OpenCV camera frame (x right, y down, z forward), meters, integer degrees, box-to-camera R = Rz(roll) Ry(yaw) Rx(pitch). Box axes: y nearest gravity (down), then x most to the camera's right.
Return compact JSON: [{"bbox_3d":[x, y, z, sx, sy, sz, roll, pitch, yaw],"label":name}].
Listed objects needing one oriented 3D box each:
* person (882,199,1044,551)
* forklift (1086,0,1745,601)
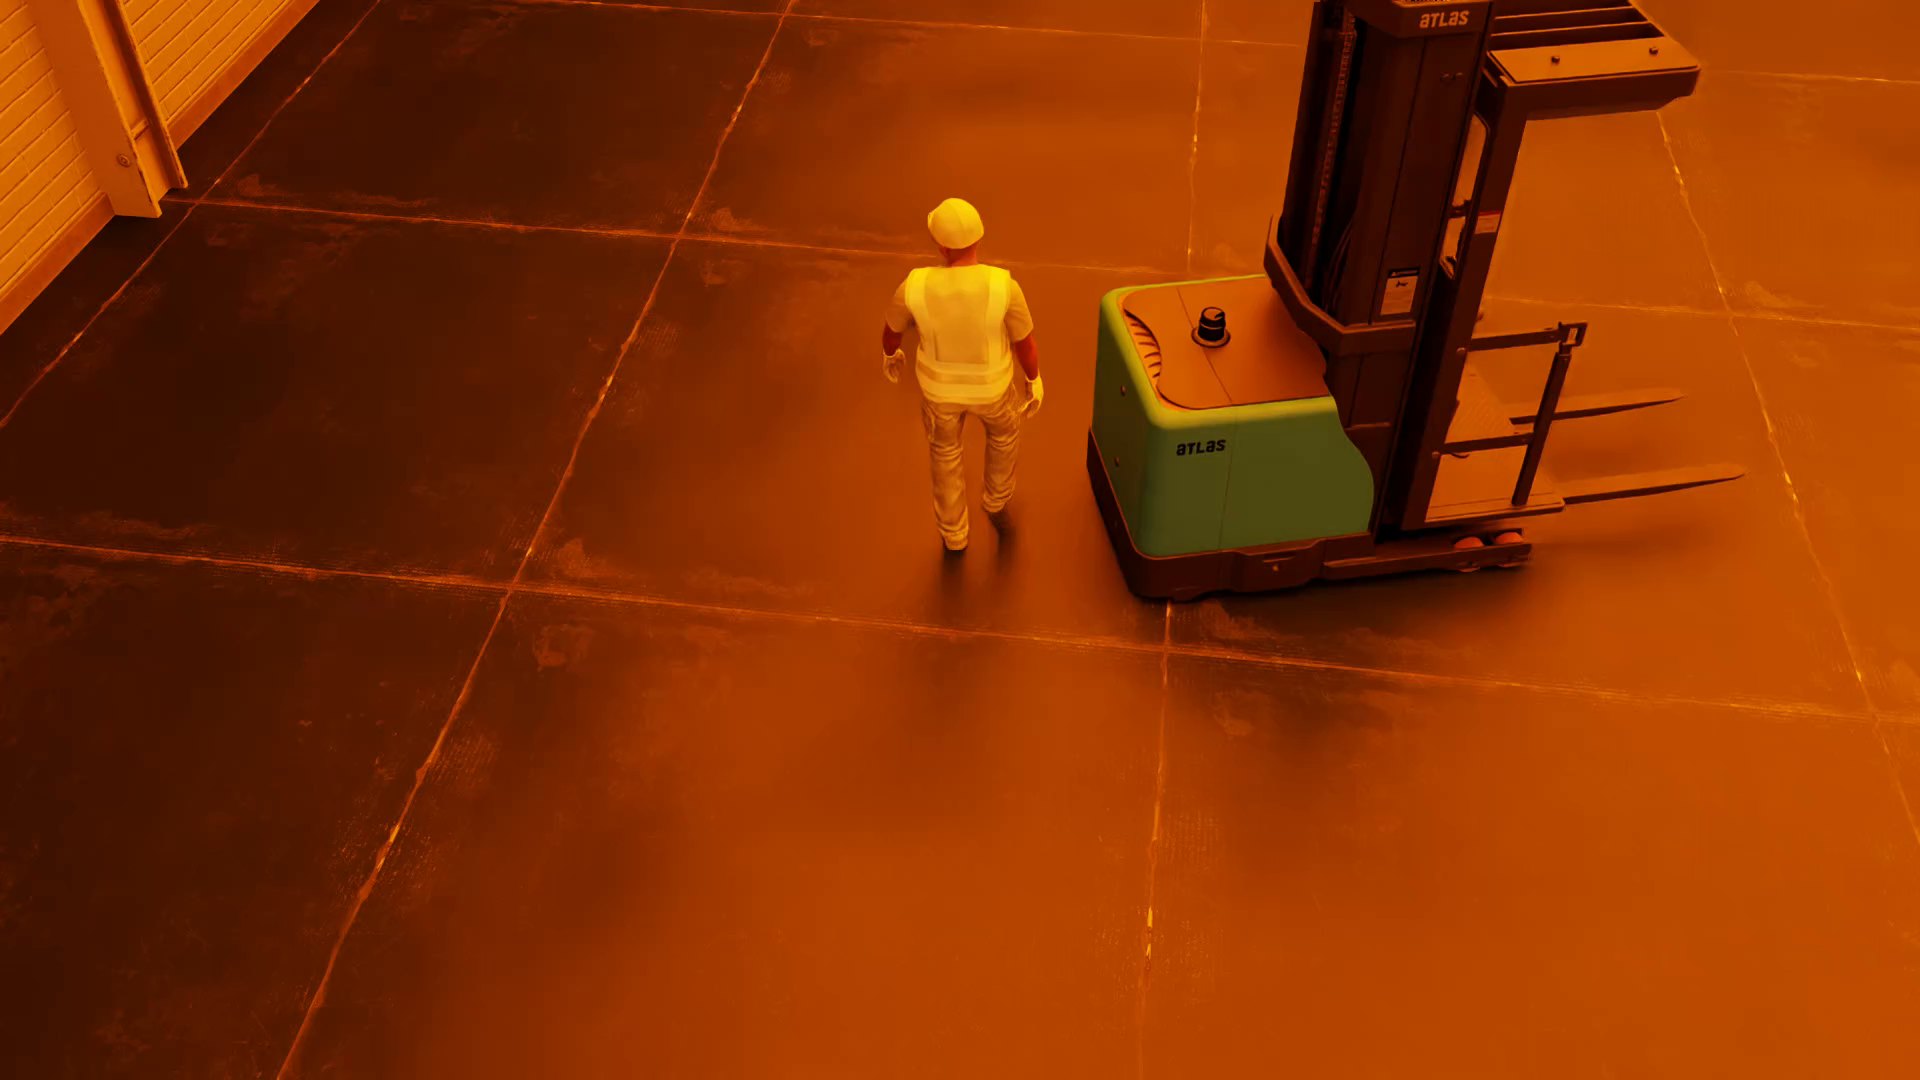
[{"bbox_3d":[0.013,-0.786,7.449,0.729,1.778,0.582,2,43,2],"label":"person"},{"bbox_3d":[2.188,-1.278,7.116,3.031,2.935,1.130,-7,43,-7],"label":"forklift"}]
